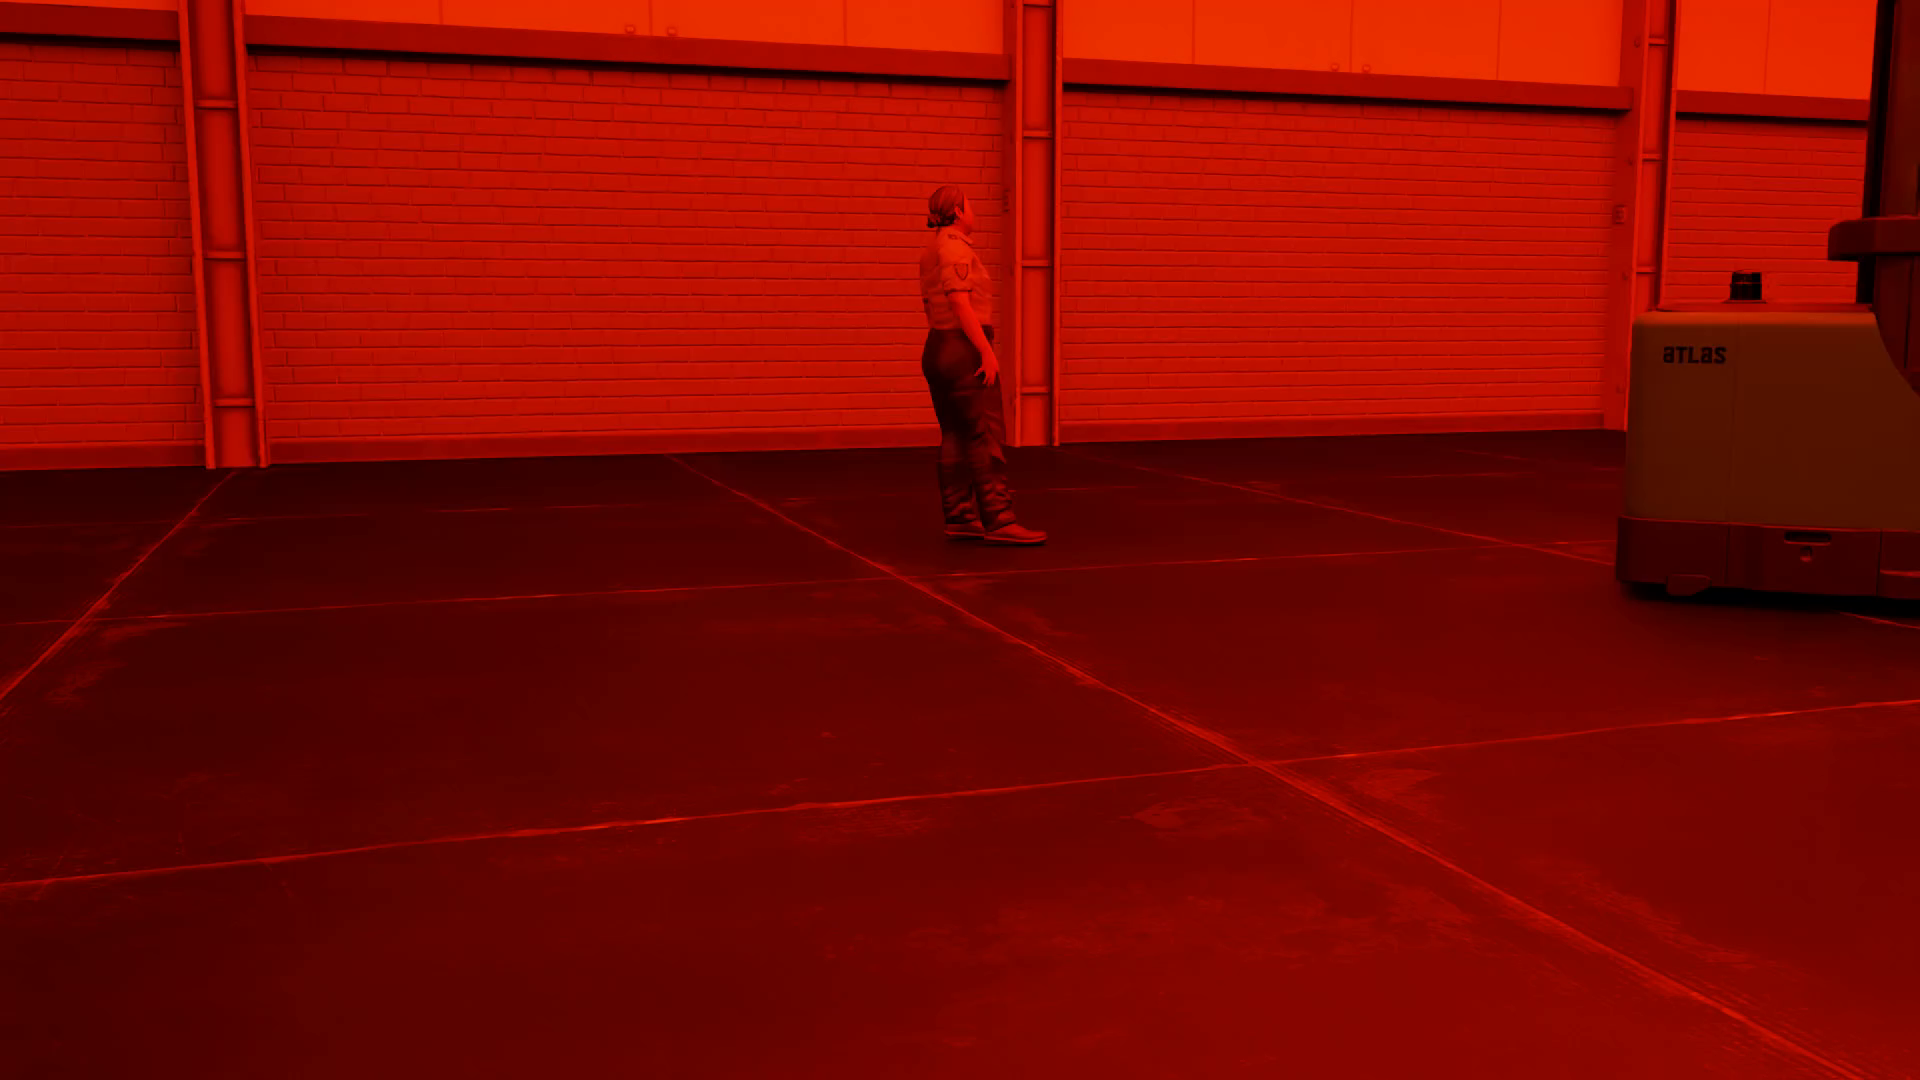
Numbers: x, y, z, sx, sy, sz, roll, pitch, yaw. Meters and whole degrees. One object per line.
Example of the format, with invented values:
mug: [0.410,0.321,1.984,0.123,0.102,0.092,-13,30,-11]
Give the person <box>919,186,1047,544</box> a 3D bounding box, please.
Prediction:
person: [0.092,-0.820,7.819,0.503,1.640,0.598,-3,8,-18]

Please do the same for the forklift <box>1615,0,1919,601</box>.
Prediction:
forklift: [4.057,-1.209,5.937,3.031,2.935,1.130,3,8,23]
